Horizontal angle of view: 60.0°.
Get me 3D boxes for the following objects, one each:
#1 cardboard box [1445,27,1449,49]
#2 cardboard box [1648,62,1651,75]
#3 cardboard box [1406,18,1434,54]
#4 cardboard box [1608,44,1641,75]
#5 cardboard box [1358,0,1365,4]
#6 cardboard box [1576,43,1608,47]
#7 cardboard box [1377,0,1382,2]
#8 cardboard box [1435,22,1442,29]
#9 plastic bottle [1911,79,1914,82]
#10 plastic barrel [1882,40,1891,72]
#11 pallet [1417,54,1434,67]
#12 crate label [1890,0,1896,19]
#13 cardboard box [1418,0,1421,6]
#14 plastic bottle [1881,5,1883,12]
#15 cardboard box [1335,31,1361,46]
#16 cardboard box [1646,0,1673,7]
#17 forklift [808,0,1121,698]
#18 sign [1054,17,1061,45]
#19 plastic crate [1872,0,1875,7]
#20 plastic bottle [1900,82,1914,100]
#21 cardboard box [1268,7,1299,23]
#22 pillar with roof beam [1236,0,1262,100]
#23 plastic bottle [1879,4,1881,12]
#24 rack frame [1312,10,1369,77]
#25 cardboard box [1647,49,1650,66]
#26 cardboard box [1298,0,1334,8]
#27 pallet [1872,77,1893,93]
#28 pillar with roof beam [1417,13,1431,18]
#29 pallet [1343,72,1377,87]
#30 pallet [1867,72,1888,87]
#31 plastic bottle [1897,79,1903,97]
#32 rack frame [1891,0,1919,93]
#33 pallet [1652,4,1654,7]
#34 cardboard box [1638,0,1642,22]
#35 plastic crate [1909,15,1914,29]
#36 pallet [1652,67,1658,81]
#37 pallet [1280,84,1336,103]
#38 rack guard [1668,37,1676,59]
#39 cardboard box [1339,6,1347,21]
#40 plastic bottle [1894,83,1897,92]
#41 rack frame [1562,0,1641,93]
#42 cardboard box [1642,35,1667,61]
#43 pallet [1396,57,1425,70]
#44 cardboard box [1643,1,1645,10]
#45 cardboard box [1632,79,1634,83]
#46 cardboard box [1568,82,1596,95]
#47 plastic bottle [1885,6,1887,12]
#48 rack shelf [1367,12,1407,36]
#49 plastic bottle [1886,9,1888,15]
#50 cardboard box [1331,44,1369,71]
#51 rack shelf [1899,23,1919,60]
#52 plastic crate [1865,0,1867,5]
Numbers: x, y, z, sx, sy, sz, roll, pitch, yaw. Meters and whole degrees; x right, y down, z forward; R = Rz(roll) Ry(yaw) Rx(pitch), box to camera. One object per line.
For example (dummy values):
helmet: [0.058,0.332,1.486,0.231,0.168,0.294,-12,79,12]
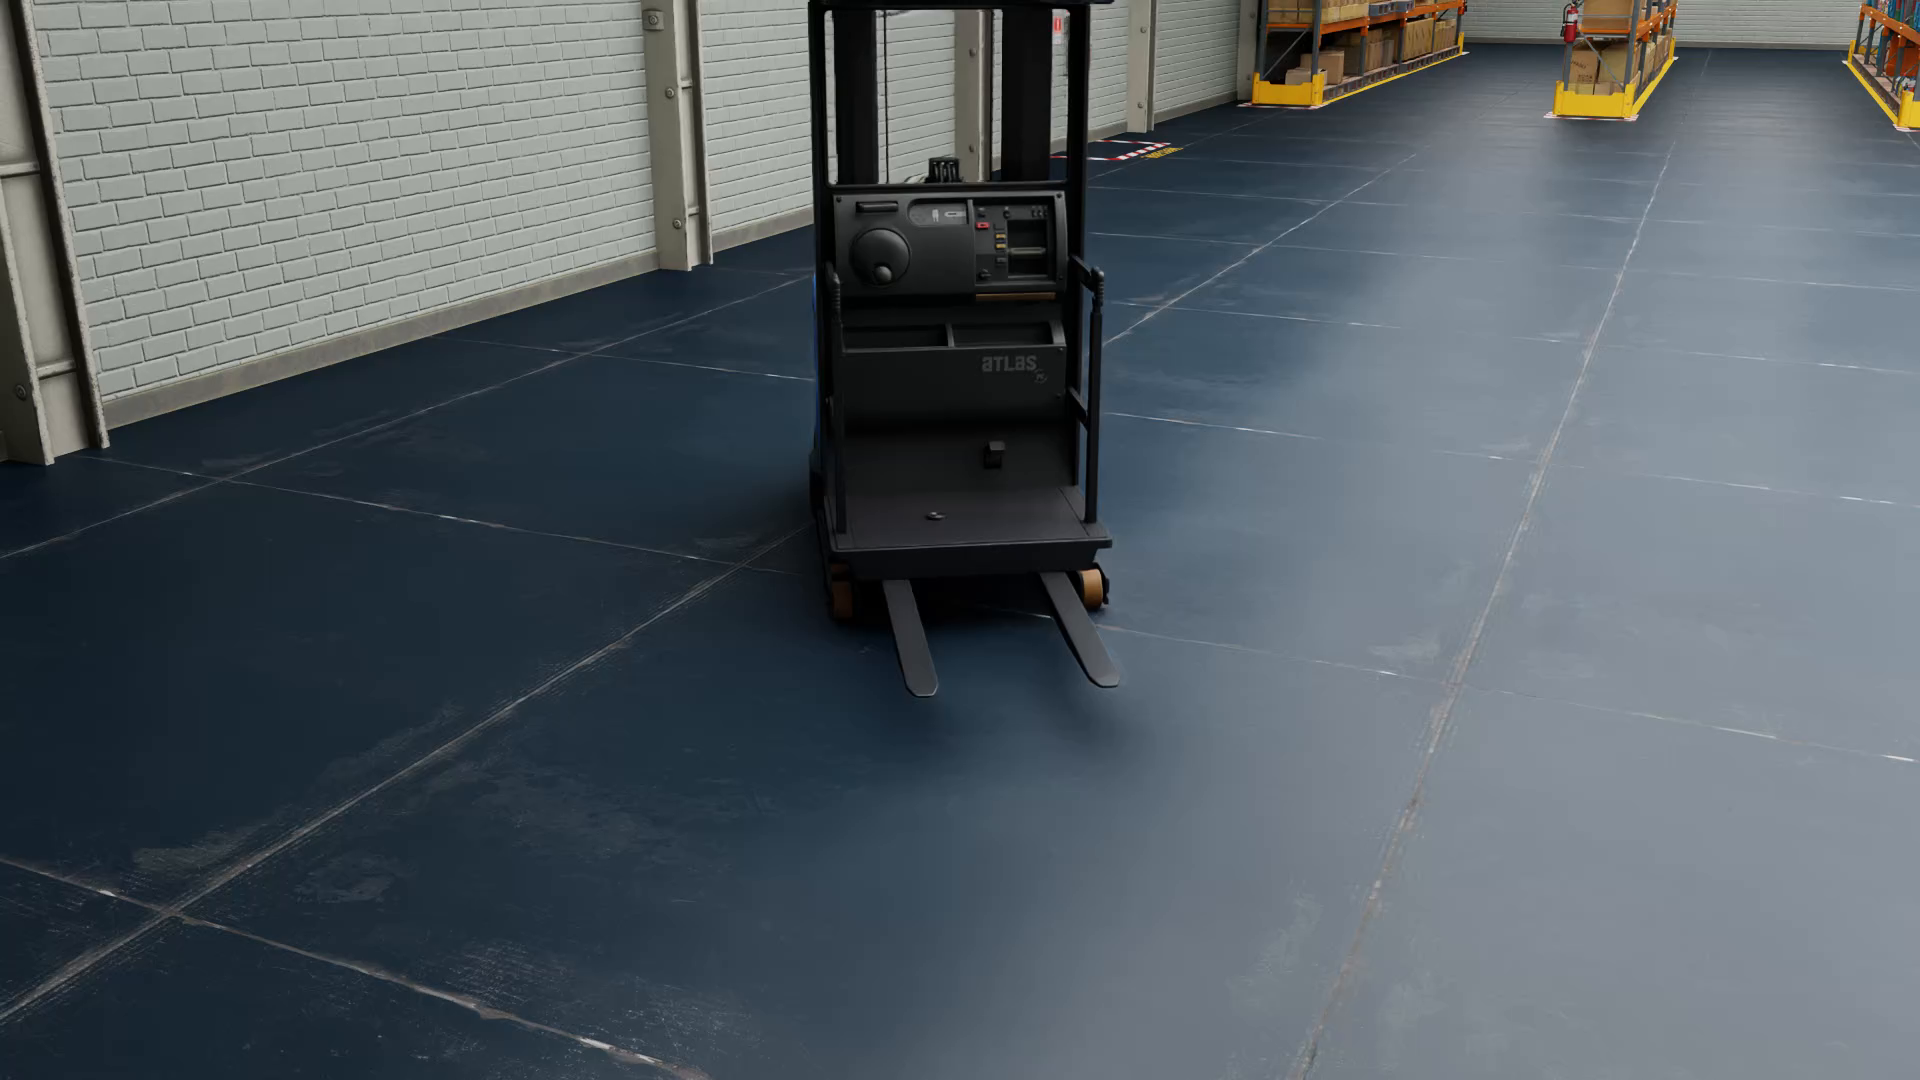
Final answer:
cardboard box: [11.519,-12.258,40.564,0.700,0.500,0.500,8,21,21]
cardboard box: [12.960,-9.045,31.903,0.500,0.250,0.500,9,22,24]
cardboard box: [10.339,-11.518,37.961,0.750,0.750,0.750,9,21,23]
cardboard box: [11.324,-8.205,28.421,0.500,0.500,0.500,9,21,23]
cardboard box: [7.100,-10.056,30.343,0.500,0.500,0.500,8,21,22]
cardboard box: [10.846,-8.277,28.623,0.500,0.500,0.500,9,21,23]
cardboard box: [7.926,-10.885,32.793,0.700,0.500,0.500,12,23,30]
cardboard box: [11.193,-12.170,39.347,0.380,0.149,0.250,9,22,25]
plastic bottle: [15.590,-7.416,27.260,0.097,0.271,0.097,0,20,0]
plastic barrel: [18.534,-9.526,32.751,0.600,0.588,0.708,9,21,23]
pallet: [10.239,-10.990,38.055,1.003,0.211,1.213,9,21,23]
crate label: [17.233,-9.718,30.264,0.502,0.435,0.616,9,21,23]
cardboard box: [9.927,-11.837,36.620,0.380,0.149,0.250,9,22,24]
plastic bottle: [18.441,-10.655,33.144,0.097,0.271,0.097,0,20,0]
cardboard box: [7.674,-9.849,32.642,0.500,0.250,0.500,8,21,22]
cardboard box: [15.464,-12.037,36.689,0.500,0.500,0.500,9,22,24]
forklift: [-0.006,-1.182,6.418,1.130,2.935,3.031,-2,20,-7]
sign: [1.245,-6.492,21.193,0.001,0.329,0.234,9,21,23]
plastic crate: [19.404,-11.401,34.984,0.392,0.384,0.575,9,21,23]
plastic bottle: [15.091,-7.141,26.480,0.152,0.276,0.135,9,21,23]
cardboard box: [5.587,-8.990,28.464,0.500,0.250,0.500,9,21,23]
pillar with roof beam: [8.997,-11.450,26.235,9.100,9.000,0.400,9,21,23]
plastic bottle: [18.685,-10.804,33.669,0.097,0.201,0.097,0,20,0]
rack frame: [7.210,-10.104,31.404,1.000,3.000,0.127,9,21,23]
cardboard box: [12.548,-8.995,30.925,0.500,0.311,0.500,8,21,21]
cardboard box: [6.042,-9.278,28.156,0.500,0.500,0.500,9,21,23]
pallet: [17.534,-8.422,30.836,1.003,0.211,1.213,9,21,23]
pillar with roof beam: [16.368,-16.952,41.707,9.100,9.000,0.400,9,21,23]
pallet: [7.528,-9.029,32.541,1.003,0.211,1.213,9,21,23]
pallet: [18.171,-8.900,32.181,1.003,0.211,1.213,9,21,23]
plastic bottle: [15.356,-7.380,27.141,0.061,0.283,0.133,10,22,25]
rack frame: [16.249,-8.745,27.581,1.000,3.000,0.127,9,21,23]
pallet: [14.580,-11.551,35.760,1.003,0.211,1.213,9,21,23]
cardboard box: [11.345,-9.174,28.639,0.700,0.500,0.500,8,21,22]
plastic crate: [15.435,-8.269,26.559,0.450,0.188,0.662,9,21,23]
pallet: [13.709,-9.558,34.029,1.003,0.211,1.213,9,21,23]
pallet: [5.968,-7.834,29.183,1.003,0.211,1.213,9,21,23]
rack guard: [16.614,-11.893,40.164,1.175,0.500,0.348,9,21,23]
cardboard box: [6.475,-9.241,29.172,0.500,0.250,0.500,8,21,22]
plastic bottle: [15.676,-7.565,27.785,0.097,0.201,0.097,0,20,0]
rack frame: [10.093,-8.203,26.058,1.000,3.000,0.127,9,21,23]
cardboard box: [15.066,-10.711,36.183,0.500,0.500,0.500,8,21,22]
pallet: [9.741,-10.615,37.003,1.003,0.211,1.213,9,21,23]
cardboard box: [12.697,-10.180,31.469,0.500,0.500,0.500,7,21,20]
cardboard box: [10.922,-7.545,27.684,0.500,0.250,0.500,9,21,23]
cardboard box: [10.043,-7.310,27.023,0.500,0.250,0.500,9,21,23]
plastic bottle: [18.021,-10.308,32.274,0.097,0.201,0.097,0,20,0]
rack shelf: [8.029,-10.377,33.244,1.077,0.370,4.000,9,21,23]
plastic bottle: [17.821,-10.159,31.856,0.097,0.201,0.097,0,20,0]
cardboard box: [7.662,-9.526,32.852,0.700,0.500,0.500,8,21,22]
rack shelf: [15.430,-7.794,25.983,1.077,0.370,4.000,9,21,23]
plastic crate: [20.276,-11.993,37.018,0.250,0.136,0.298,9,21,23]
